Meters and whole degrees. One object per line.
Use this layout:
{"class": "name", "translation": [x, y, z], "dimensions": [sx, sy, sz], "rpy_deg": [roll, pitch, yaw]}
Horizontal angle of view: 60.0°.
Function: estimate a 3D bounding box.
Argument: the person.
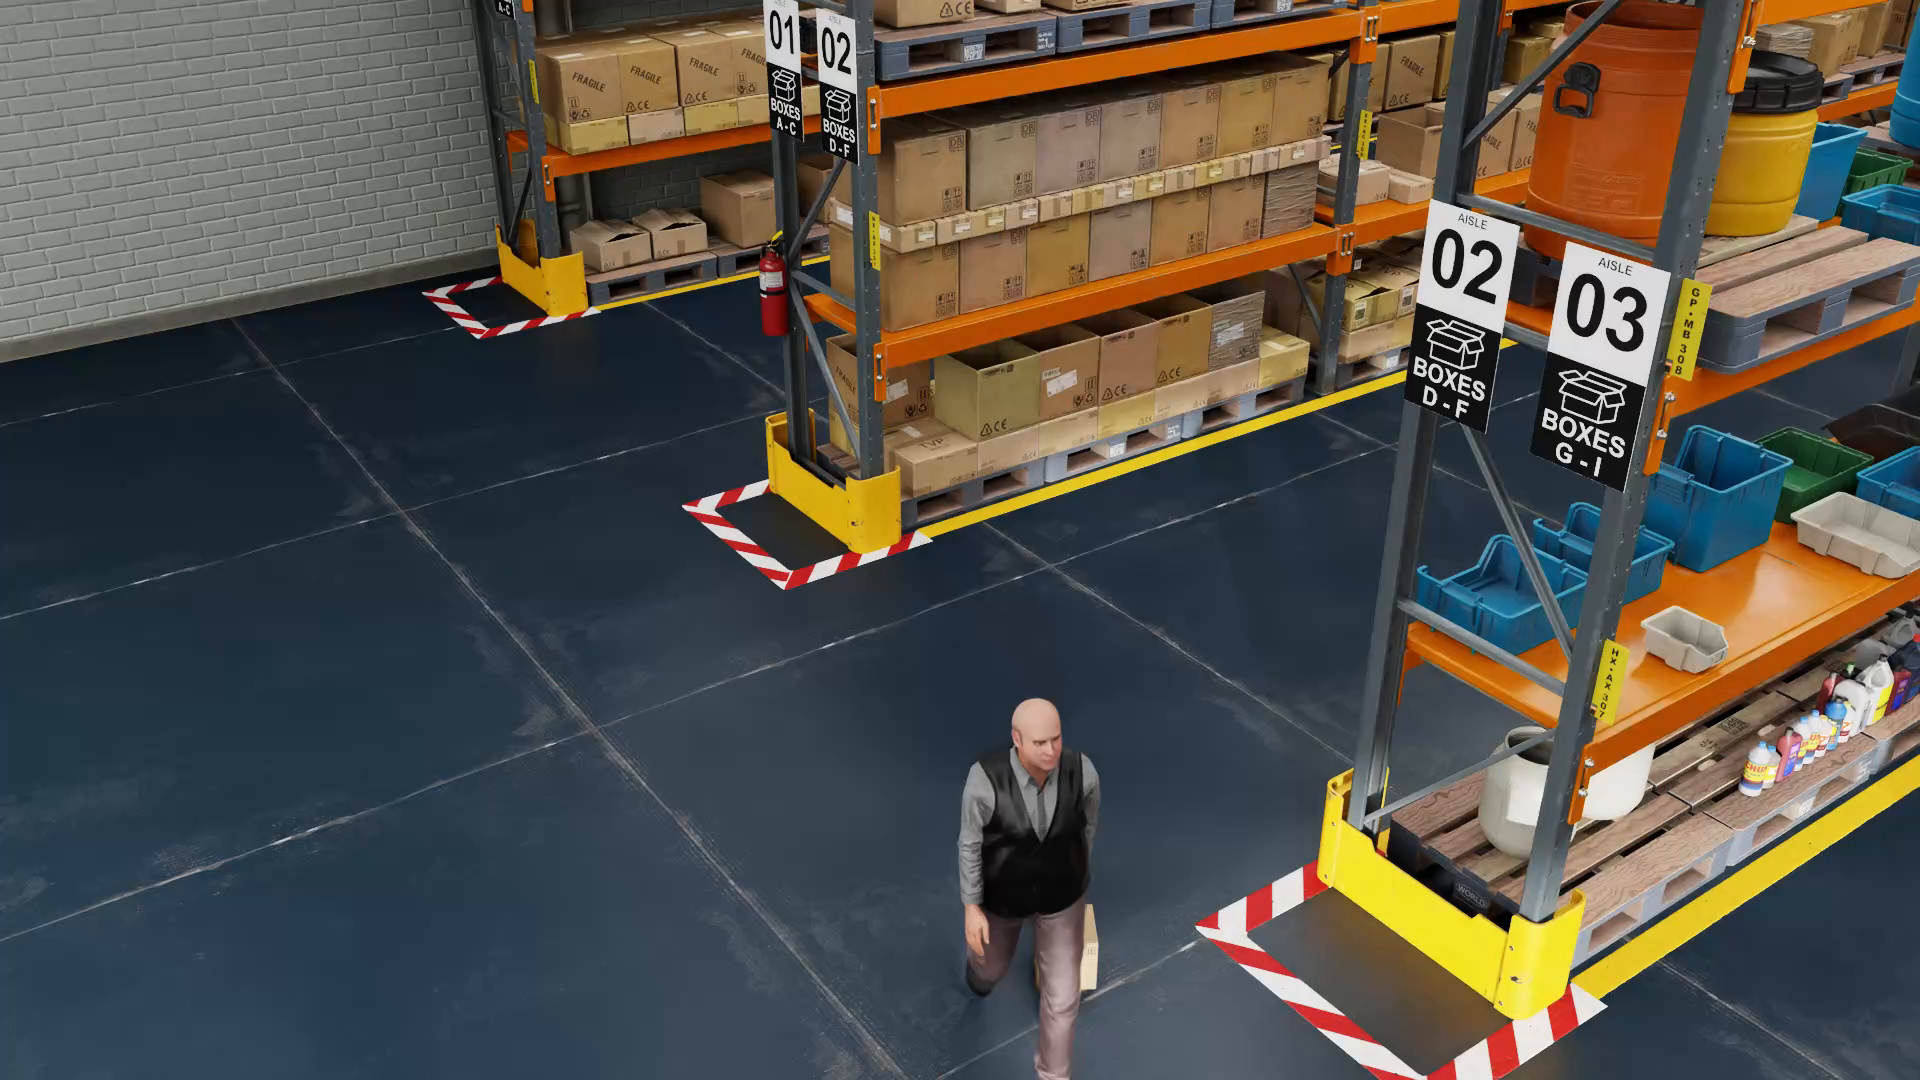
{"class": "person", "translation": [0.249, 1.289, 6.254], "dimensions": [0.536, 1.681, 0.967], "rpy_deg": [-3, 29, -6]}
